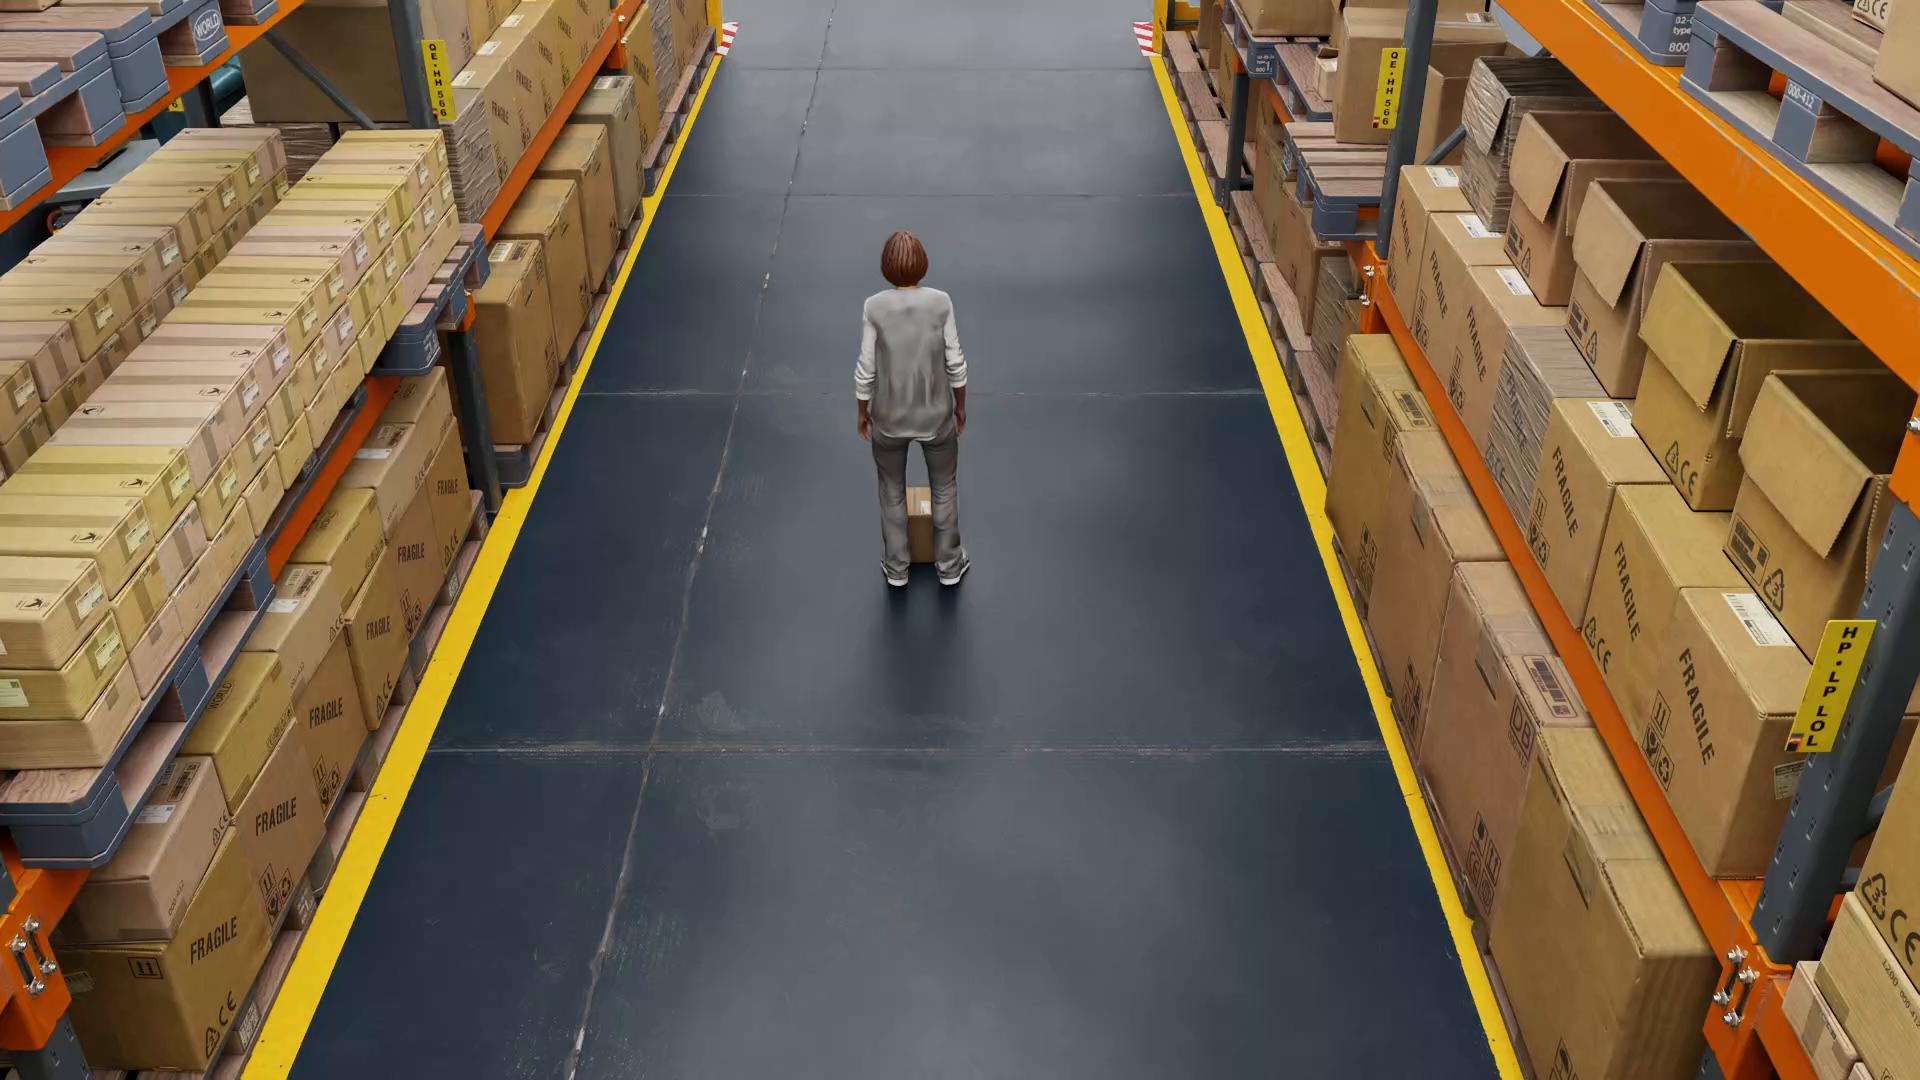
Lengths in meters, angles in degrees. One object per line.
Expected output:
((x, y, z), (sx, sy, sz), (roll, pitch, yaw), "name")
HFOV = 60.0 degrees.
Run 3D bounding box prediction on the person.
((-0.191, -0.513, 6.968), (0.477, 1.592, 0.347), (-2, 32, -3), "person")
